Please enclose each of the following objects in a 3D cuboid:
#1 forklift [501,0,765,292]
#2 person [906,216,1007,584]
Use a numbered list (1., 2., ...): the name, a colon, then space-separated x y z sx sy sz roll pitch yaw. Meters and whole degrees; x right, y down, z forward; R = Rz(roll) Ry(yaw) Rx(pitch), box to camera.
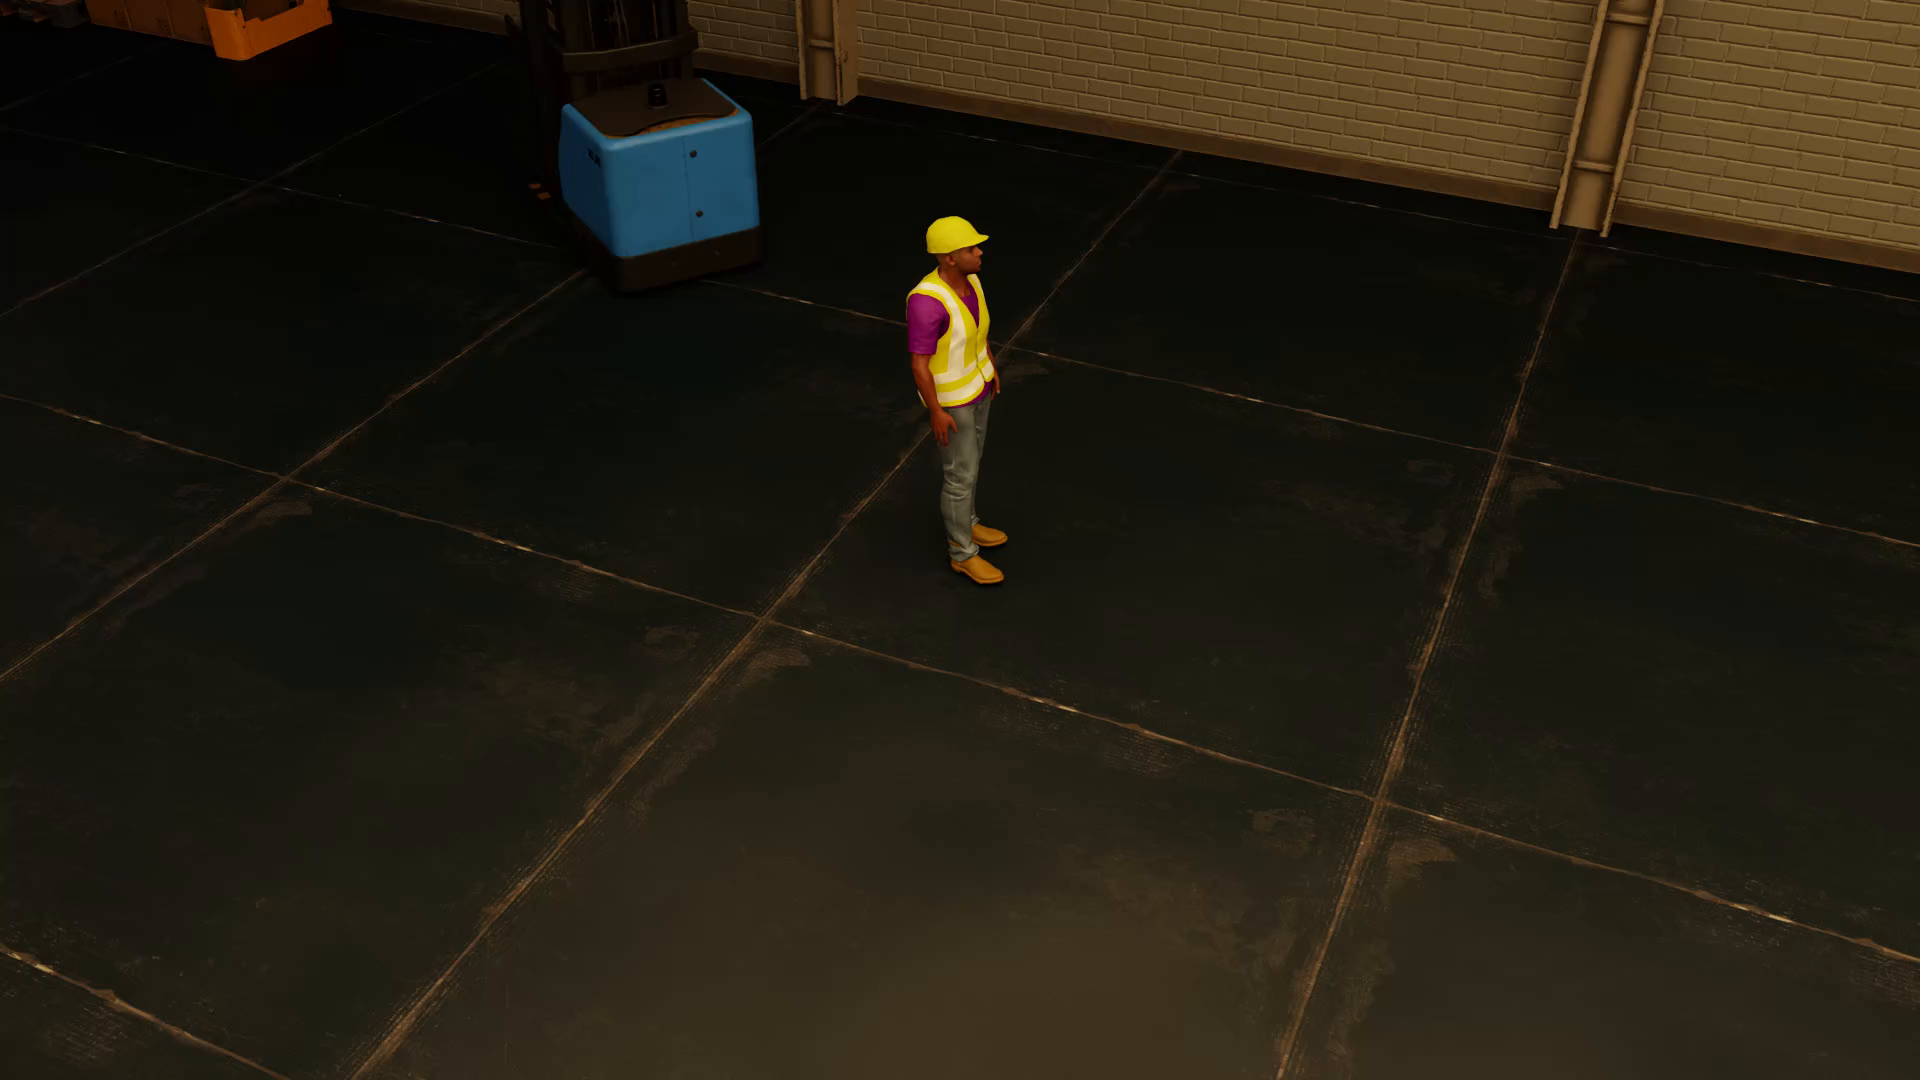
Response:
1. forklift: -2.483 -3.624 11.167 1.130 2.935 3.031 -19 40 -24
2. person: 0.062 -0.705 8.066 0.575 1.768 0.666 15 38 20
